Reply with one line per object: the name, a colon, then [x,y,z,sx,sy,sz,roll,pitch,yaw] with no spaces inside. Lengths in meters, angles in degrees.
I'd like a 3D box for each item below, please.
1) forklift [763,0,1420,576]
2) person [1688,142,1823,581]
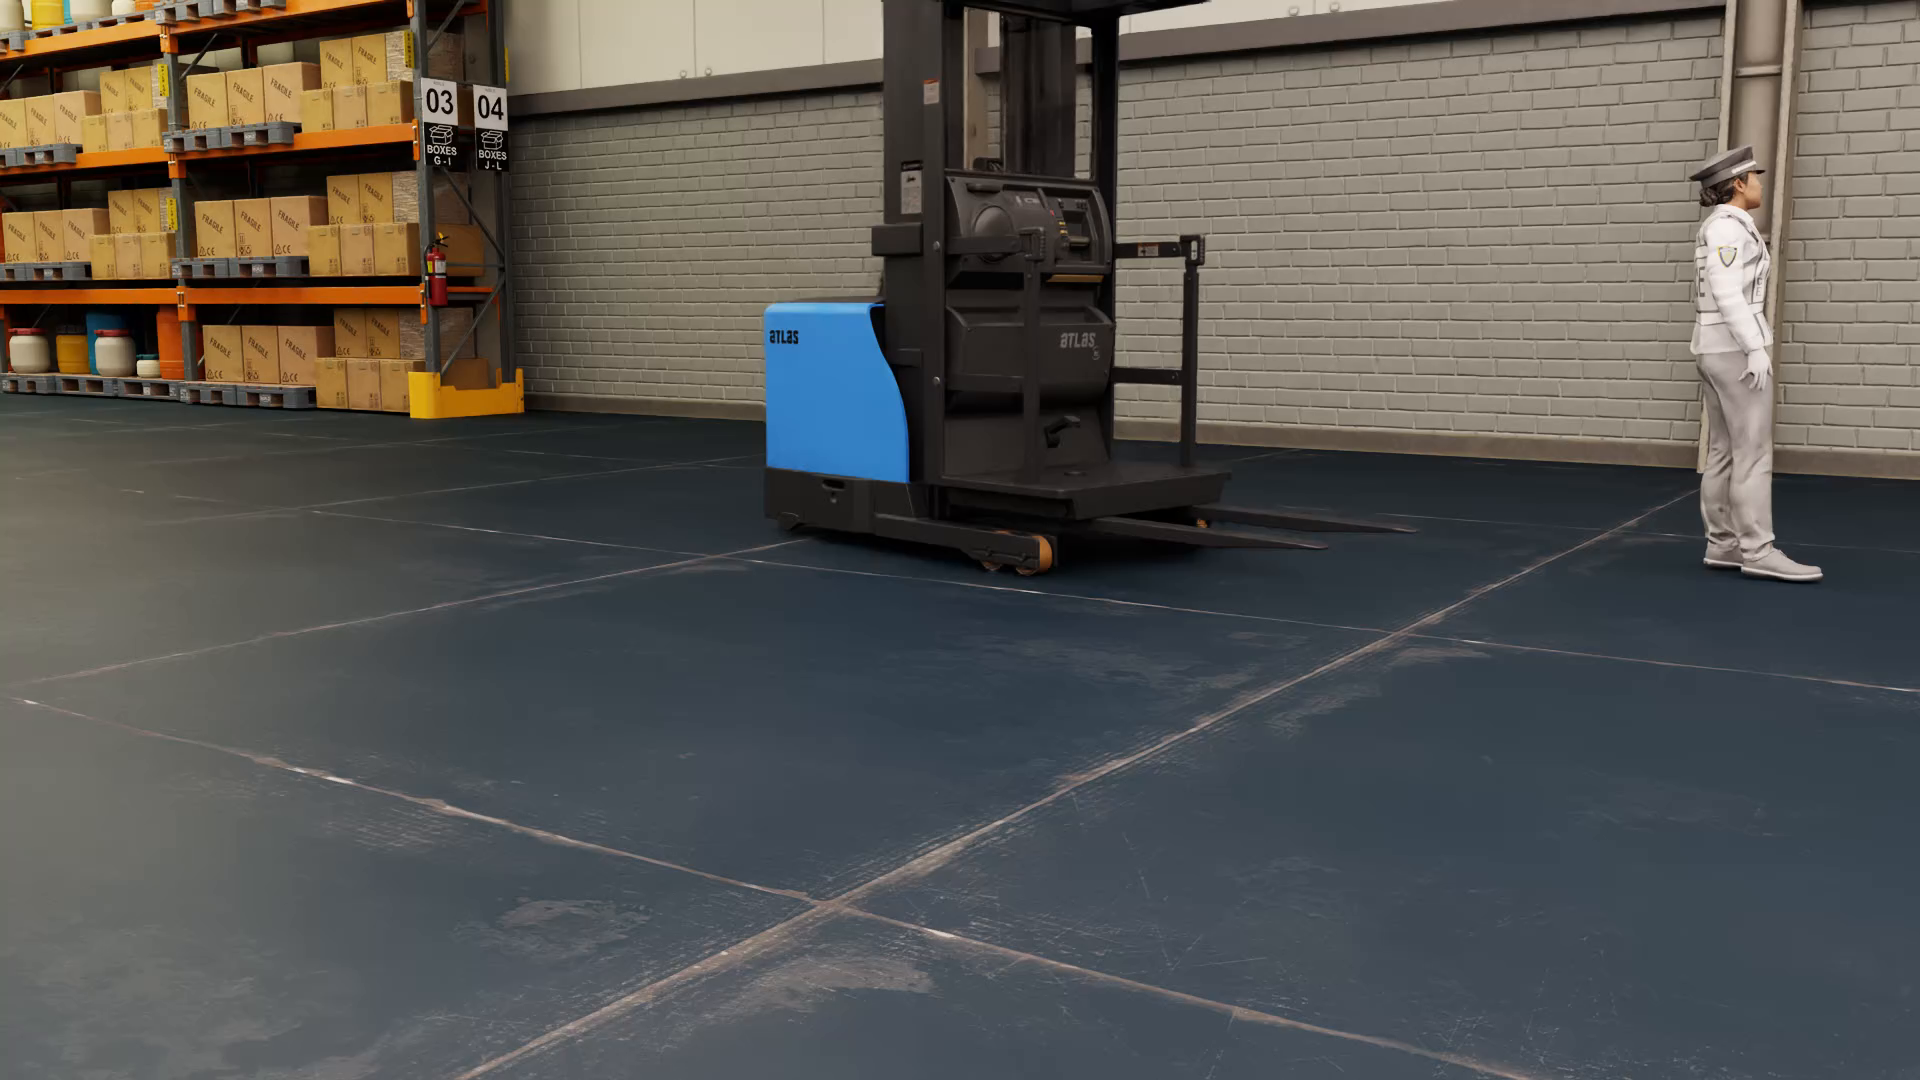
forklift: [0.453,-1.389,6.958,1.130,2.935,3.031,-8,11,-43]
person: [3.151,-0.723,6.616,0.531,1.694,0.587,2,8,17]
